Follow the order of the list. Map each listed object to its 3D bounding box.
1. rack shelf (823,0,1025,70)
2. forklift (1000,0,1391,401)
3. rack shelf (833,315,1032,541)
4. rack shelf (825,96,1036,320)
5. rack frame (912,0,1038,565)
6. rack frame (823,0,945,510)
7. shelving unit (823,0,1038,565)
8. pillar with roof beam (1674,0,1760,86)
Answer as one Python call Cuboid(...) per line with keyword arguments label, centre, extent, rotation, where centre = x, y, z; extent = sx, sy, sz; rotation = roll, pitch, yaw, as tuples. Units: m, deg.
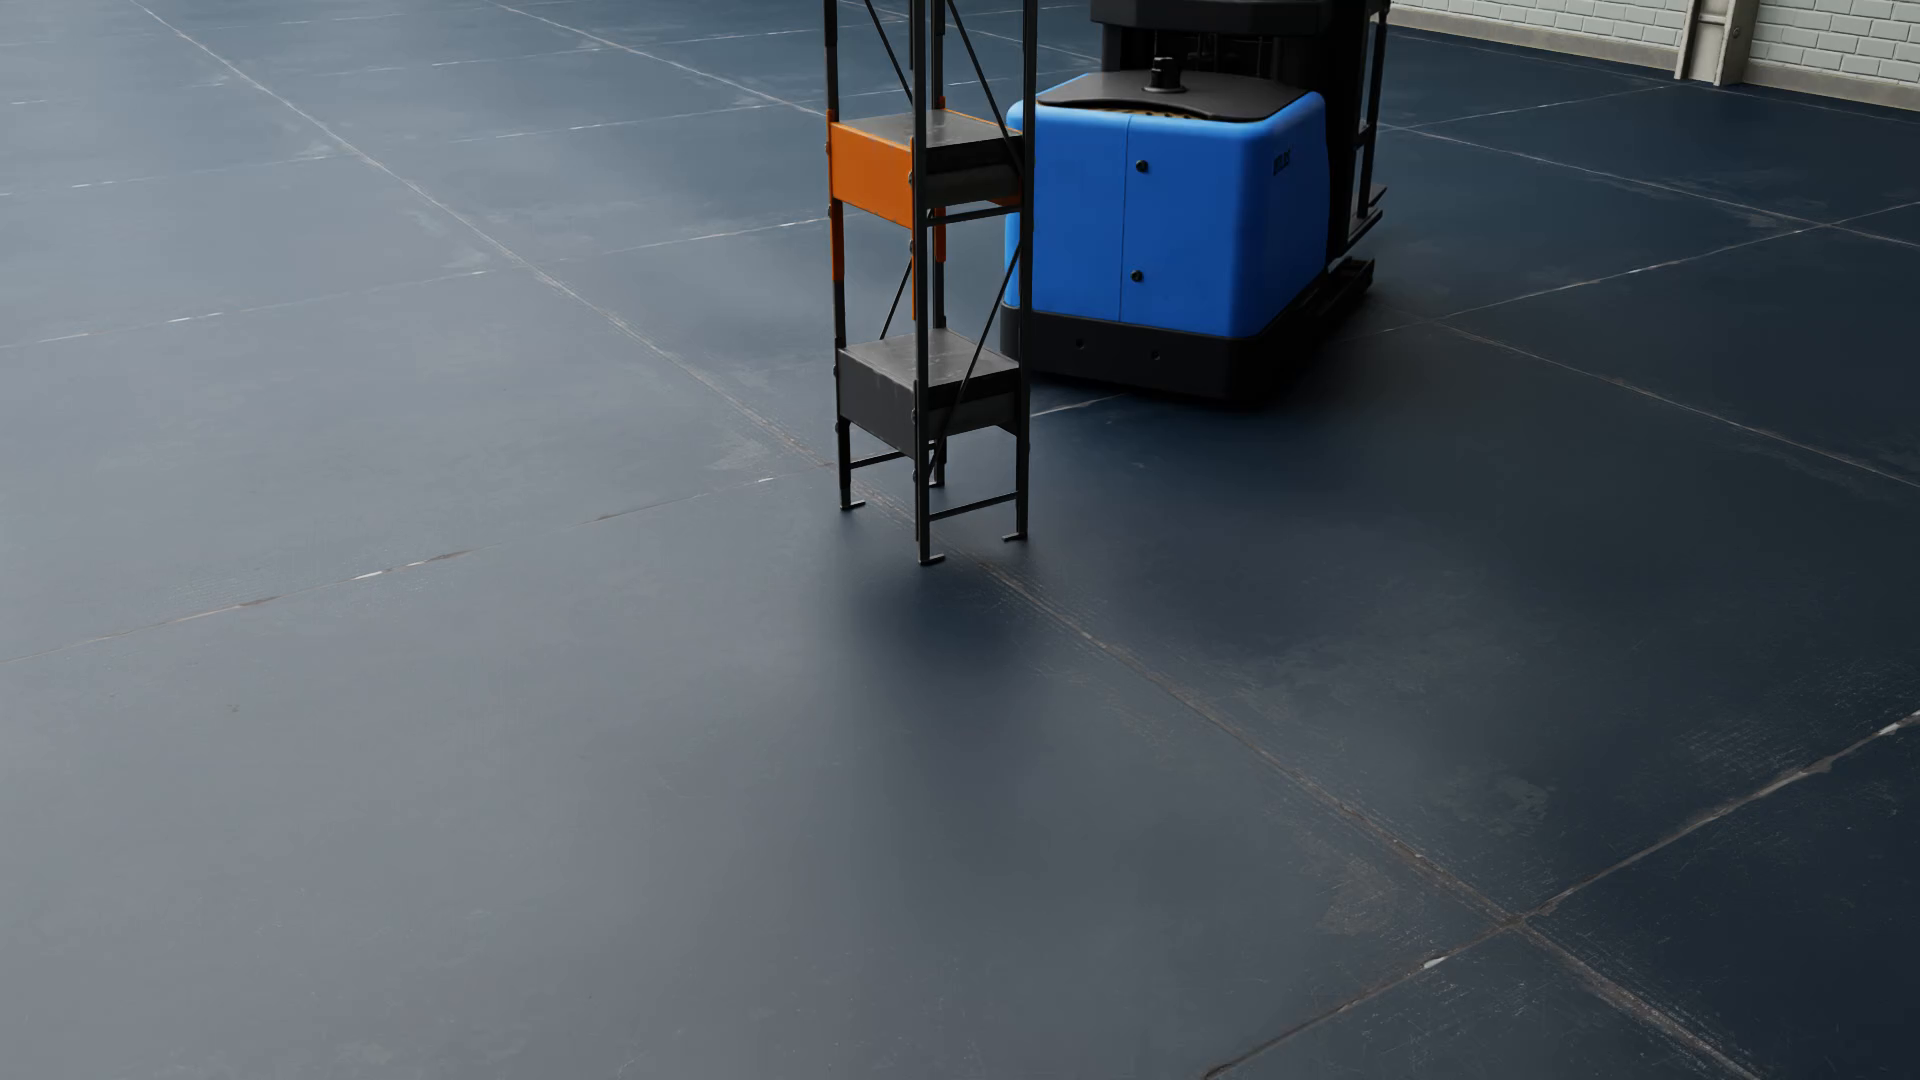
Cuboid(label="rack shelf", centre=(-0.090, -1.629, 4.634), extent=(0.431, 0.518, 0.480), rotation=(-16, 29, -30))
Cuboid(label="forklift", centre=(1.250, -2.441, 6.988), extent=(1.130, 2.935, 3.031), rotation=(12, 28, 23))
Cuboid(label="rack shelf", centre=(-0.090, -0.363, 5.232), extent=(0.431, 0.518, 0.480), rotation=(-16, 29, -30))
Cuboid(label="rack shelf", centre=(-0.090, -0.996, 4.933), extent=(0.431, 0.518, 0.480), rotation=(-16, 29, -30))
Cuboid(label="rack frame", centre=(0.043, -0.921, 4.742), extent=(0.400, 2.100, 0.015), rotation=(-16, 29, -30))
Cuboid(label="rack frame", centre=(-0.224, -1.096, 5.112), extent=(0.400, 2.100, 0.015), rotation=(-16, 29, -30))
Cuboid(label="shelving unit", centre=(-0.090, -1.009, 4.927), extent=(0.431, 2.100, 0.503), rotation=(-16, 29, -30))
Cuboid(label="pillar with roof beam", centre=(2.103, -6.575, 8.636), extent=(9.100, 9.000, 0.400), rotation=(-16, 29, -30))
